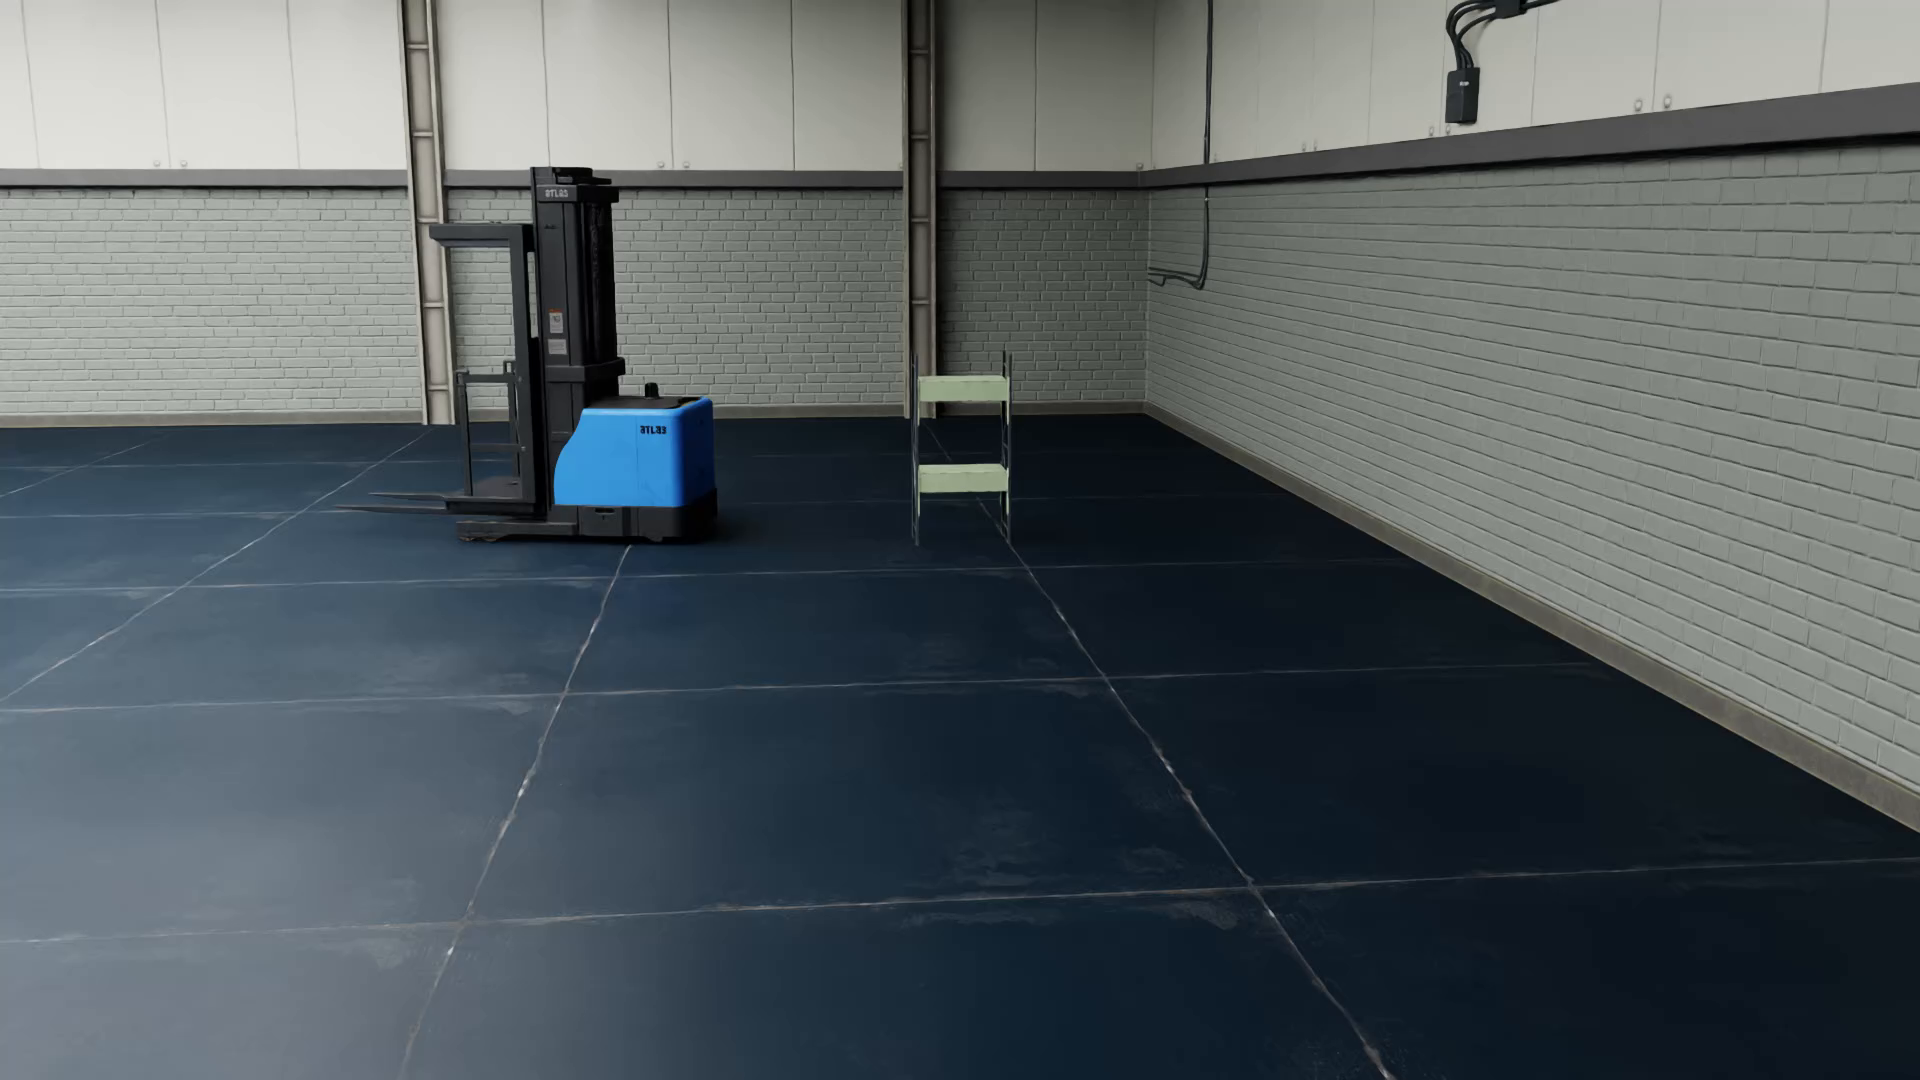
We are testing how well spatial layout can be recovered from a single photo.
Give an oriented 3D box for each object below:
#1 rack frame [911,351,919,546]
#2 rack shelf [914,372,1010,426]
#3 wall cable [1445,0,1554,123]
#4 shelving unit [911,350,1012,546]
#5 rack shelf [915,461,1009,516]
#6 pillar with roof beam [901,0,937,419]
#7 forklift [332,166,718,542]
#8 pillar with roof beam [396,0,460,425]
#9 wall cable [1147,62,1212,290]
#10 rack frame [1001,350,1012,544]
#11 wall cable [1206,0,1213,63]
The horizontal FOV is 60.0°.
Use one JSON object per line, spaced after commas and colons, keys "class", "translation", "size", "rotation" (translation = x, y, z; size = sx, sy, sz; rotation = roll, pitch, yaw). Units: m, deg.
{"class": "rack frame", "translation": [-0.357, -0.728, 13.185], "size": [0.023, 1.500, 0.400], "rotation": [-1, 11, -6]}
{"class": "rack shelf", "translation": [0.007, -1.119, 13.149], "size": [0.720, 0.370, 0.431], "rotation": [-1, 11, -6]}
{"class": "wall cable", "translation": [3.567, -5.655, 9.987], "size": [0.169, 6.003, 2.305], "rotation": [-1, 11, -6]}
{"class": "shelving unit", "translation": [0.007, -0.736, 13.224], "size": [0.755, 1.500, 0.431], "rotation": [-1, 11, -6]}
{"class": "rack shelf", "translation": [0.007, -0.416, 13.287], "size": [0.720, 0.370, 0.431], "rotation": [-1, 11, -6]}
{"class": "pillar with roof beam", "translation": [-0.049, -5.174, 16.356], "size": [0.400, 9.000, 9.100], "rotation": [-1, 11, -6]}
{"class": "forklift", "translation": [-3.603, -1.525, 13.526], "size": [3.031, 2.935, 1.130], "rotation": [1, 11, 7]}
{"class": "pillar with roof beam", "translation": [-6.014, -5.049, 15.720], "size": [0.400, 9.000, 9.100], "rotation": [-1, 11, -6]}
{"class": "wall cable", "translation": [2.558, -4.283, 19.877], "size": [0.112, 2.526, 3.097], "rotation": [-1, 11, -6]}
{"class": "rack frame", "translation": [0.370, -0.744, 13.263], "size": [0.023, 1.500, 0.400], "rotation": [-1, 11, -6]}
{"class": "wall cable", "translation": [2.850, -6.243, 16.751], "size": [0.112, 2.526, 3.097], "rotation": [-1, 11, -6]}
